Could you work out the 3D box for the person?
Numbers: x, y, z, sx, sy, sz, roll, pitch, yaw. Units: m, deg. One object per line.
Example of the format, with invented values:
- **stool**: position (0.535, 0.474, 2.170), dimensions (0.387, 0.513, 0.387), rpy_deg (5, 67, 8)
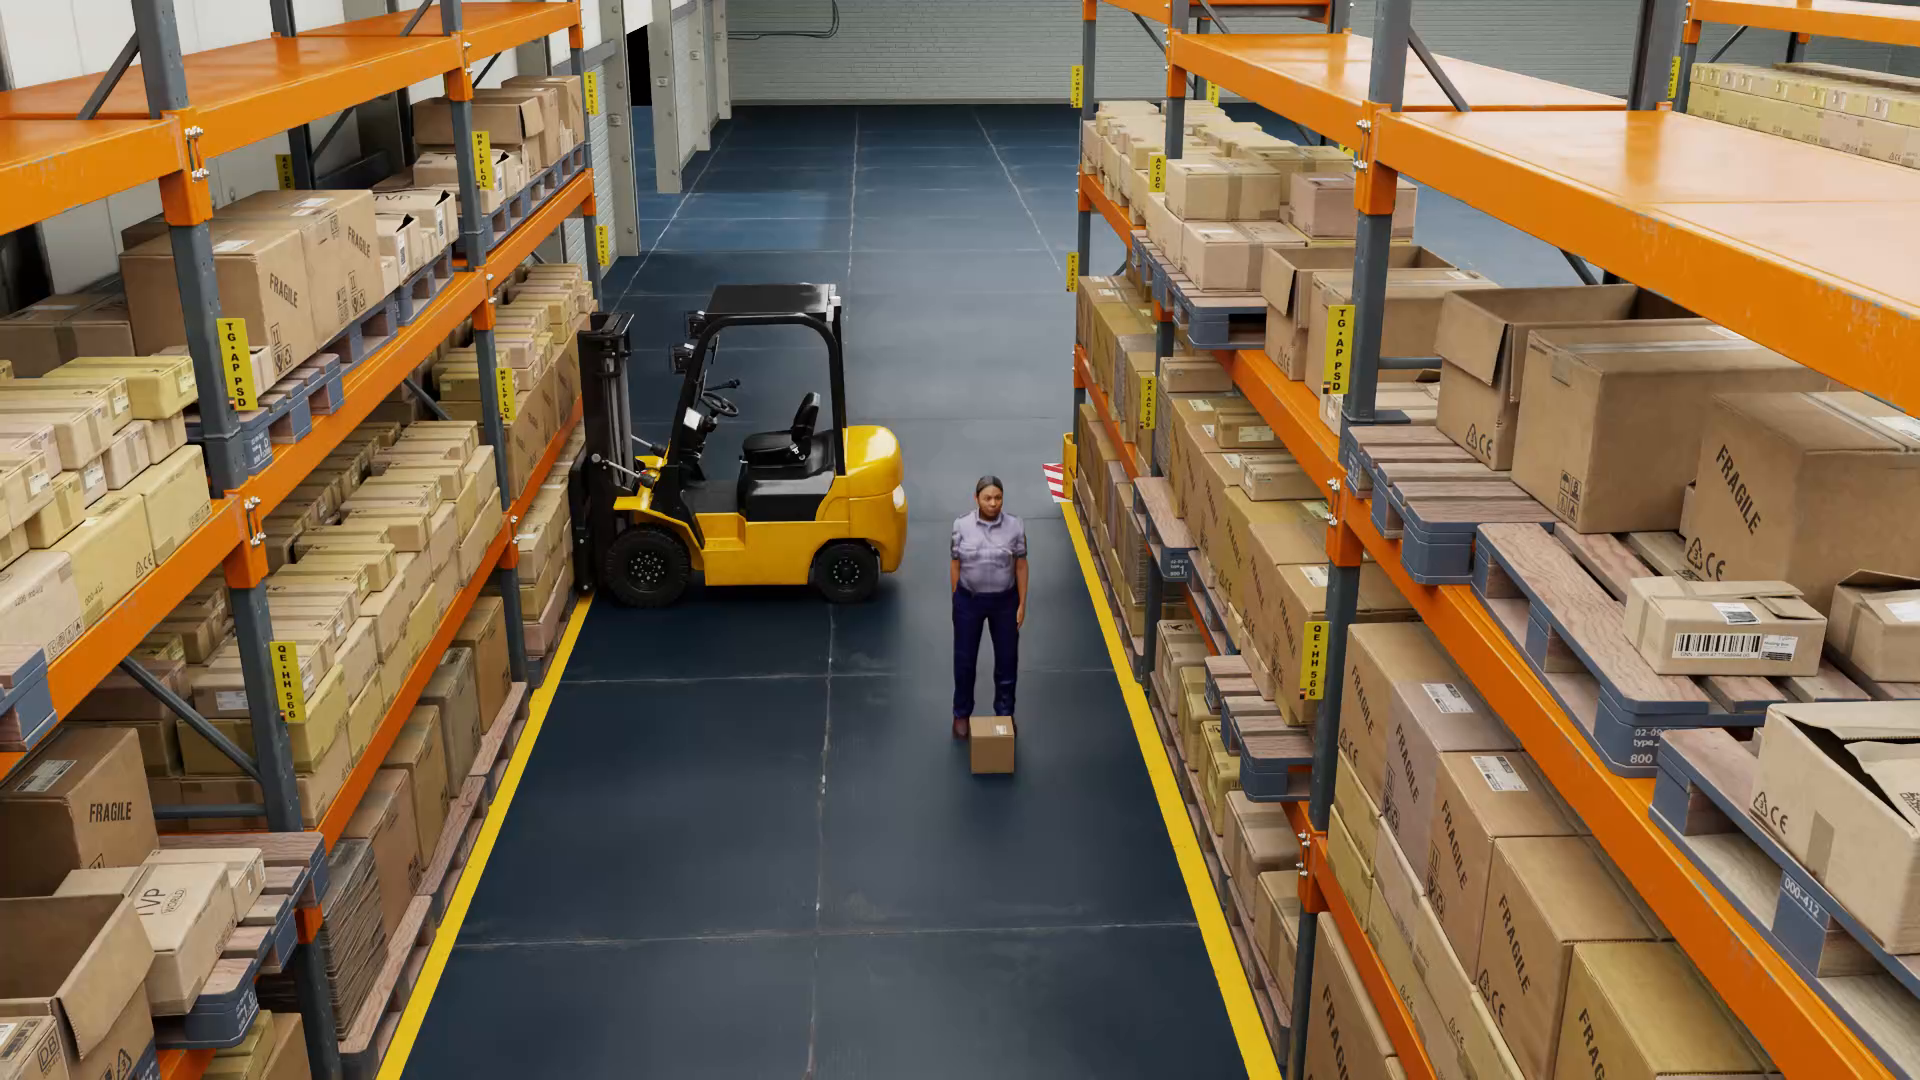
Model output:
- **person**: position (0.176, 0.403, 10.038), dimensions (0.468, 1.653, 0.343), rpy_deg (-1, 21, -2)
